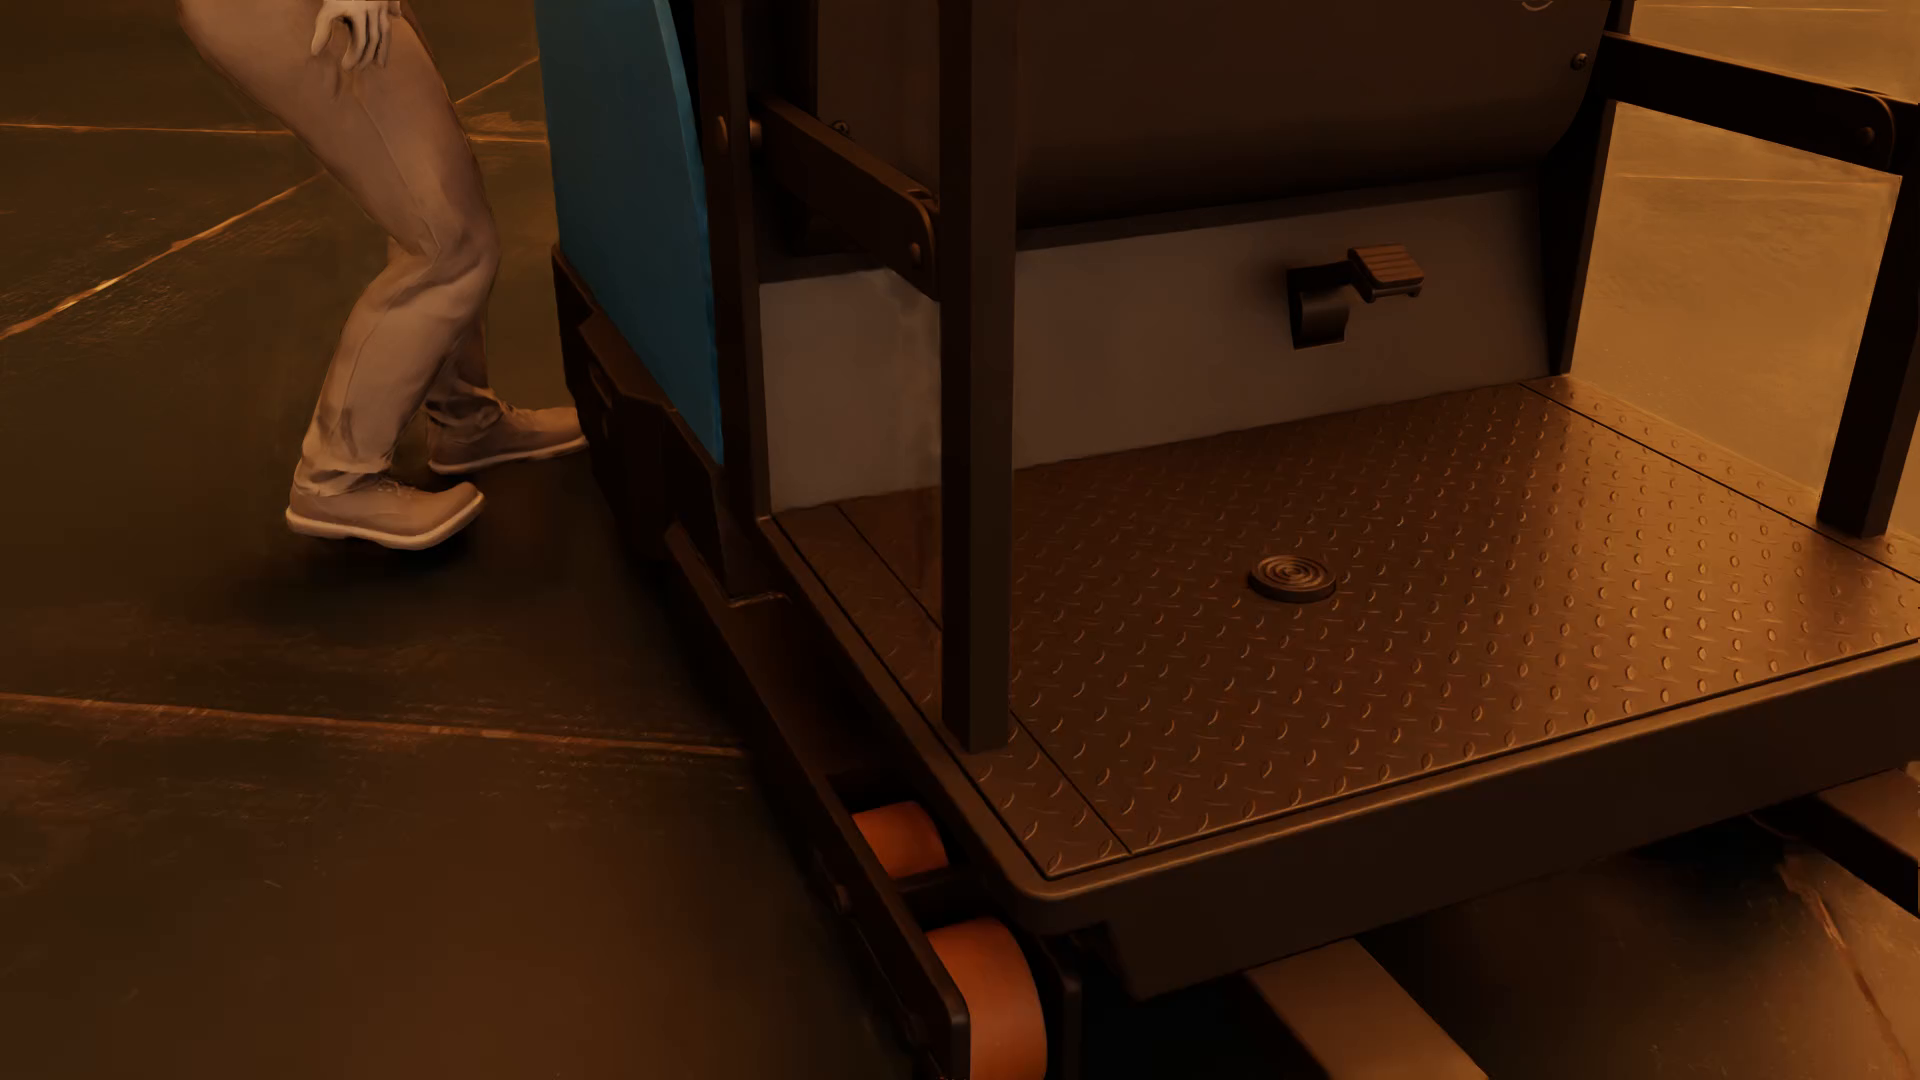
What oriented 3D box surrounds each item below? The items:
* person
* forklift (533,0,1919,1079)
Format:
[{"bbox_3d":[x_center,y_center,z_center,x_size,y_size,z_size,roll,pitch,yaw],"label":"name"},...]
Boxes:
[{"bbox_3d":[-0.795,-0.763,2.224,0.524,1.631,0.814,-9,28,-17],"label":"person"},{"bbox_3d":[0.361,-1.024,1.269,1.130,2.935,3.031,-11,28,-21],"label":"forklift"}]
